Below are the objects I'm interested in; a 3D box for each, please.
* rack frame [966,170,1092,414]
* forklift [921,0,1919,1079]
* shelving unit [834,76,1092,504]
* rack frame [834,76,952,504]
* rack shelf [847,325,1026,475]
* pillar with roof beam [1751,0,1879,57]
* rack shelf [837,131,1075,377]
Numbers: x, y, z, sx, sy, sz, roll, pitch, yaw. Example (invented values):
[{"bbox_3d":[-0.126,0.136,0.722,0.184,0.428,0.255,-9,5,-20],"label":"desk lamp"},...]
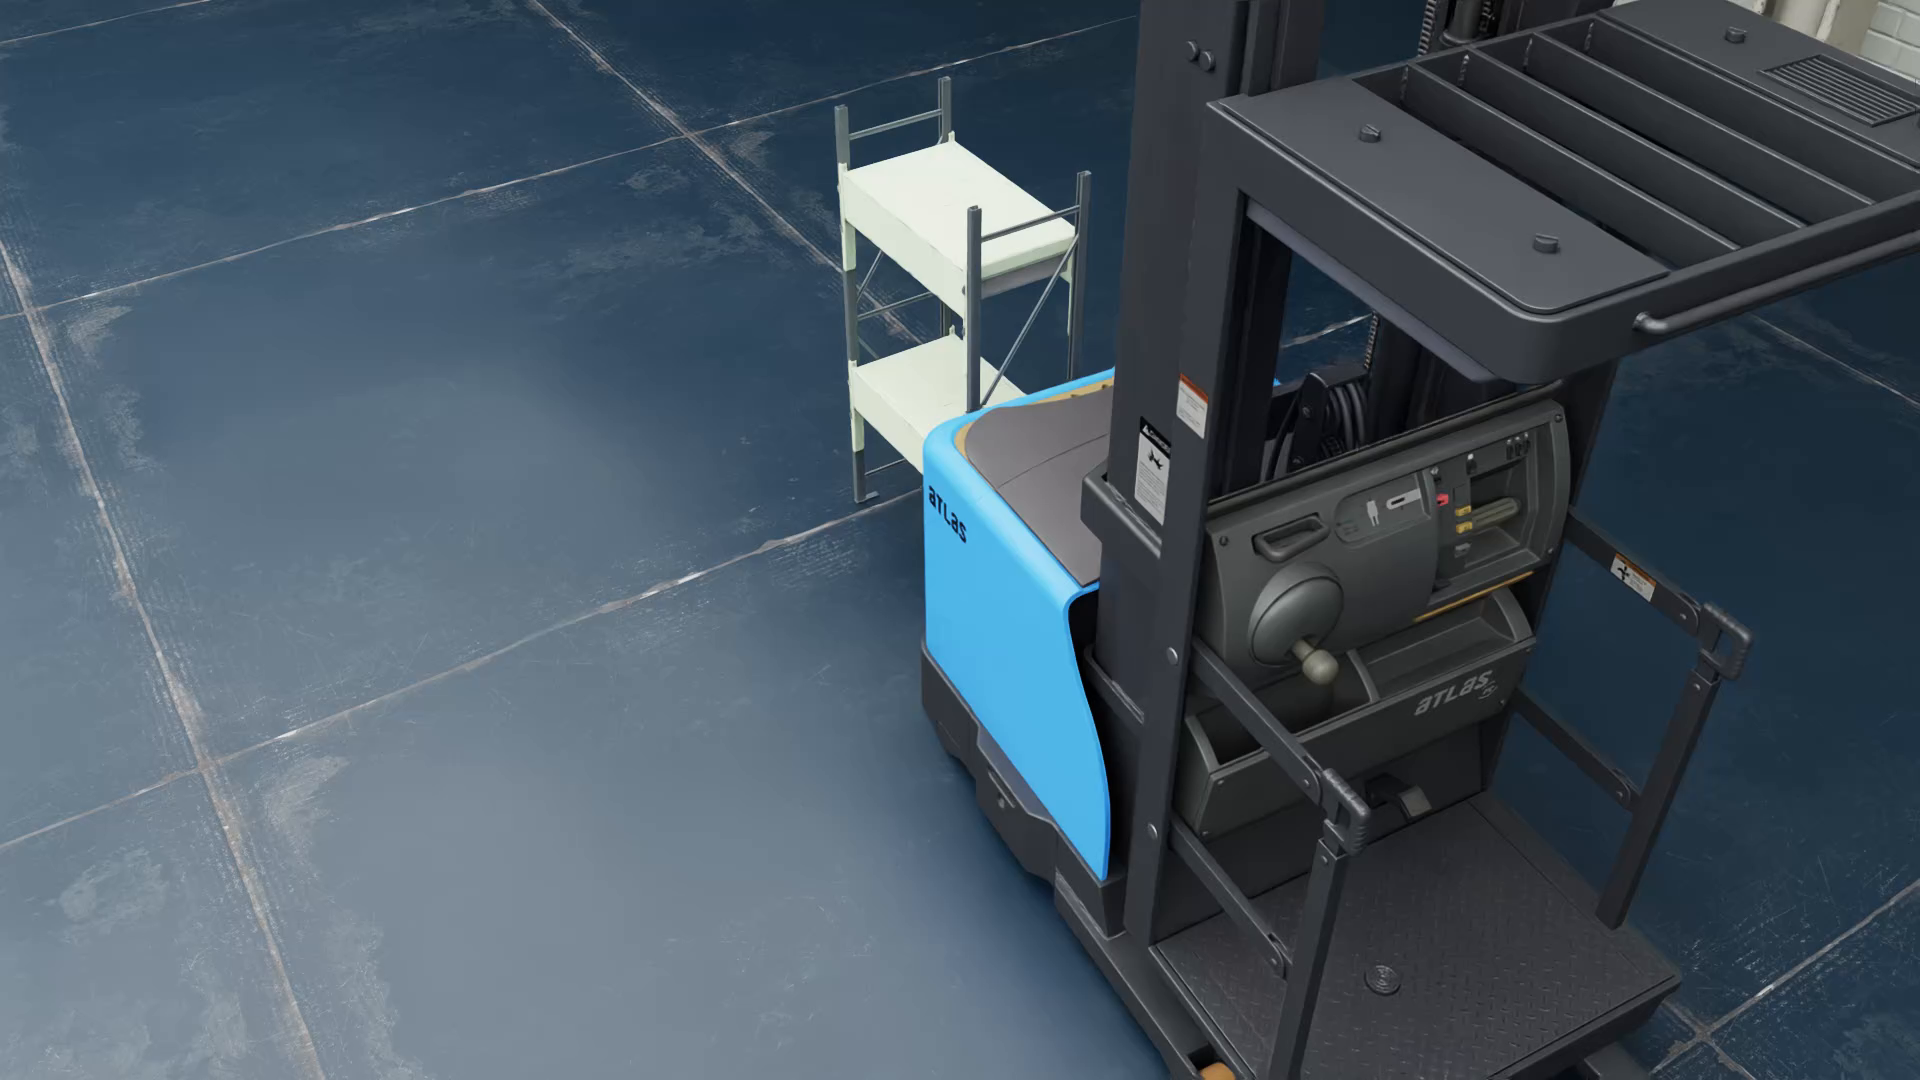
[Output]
[{"bbox_3d":[0.193,-0.382,5.037,0.400,1.500,0.023,-22,45,-24],"label":"rack frame"},{"bbox_3d":[1.024,0.082,3.362,1.130,2.935,3.031,-19,43,-21],"label":"forklift"},{"bbox_3d":[-0.004,-0.580,5.274,0.431,1.500,0.755,-22,45,-24],"label":"shelving unit"},{"bbox_3d":[-0.200,-0.777,5.511,0.400,1.500,0.023,-22,45,-24],"label":"rack frame"},{"bbox_3d":[-0.004,-0.329,5.483,0.431,0.370,0.720,-22,45,-24],"label":"rack shelf"},{"bbox_3d":[0.178,-3.772,3.248,9.100,9.000,0.400,-22,45,-24],"label":"pillar with roof beam"},{"bbox_3d":[-0.004,-0.880,5.024,0.431,0.370,0.720,-22,45,-24],"label":"rack shelf"}]
